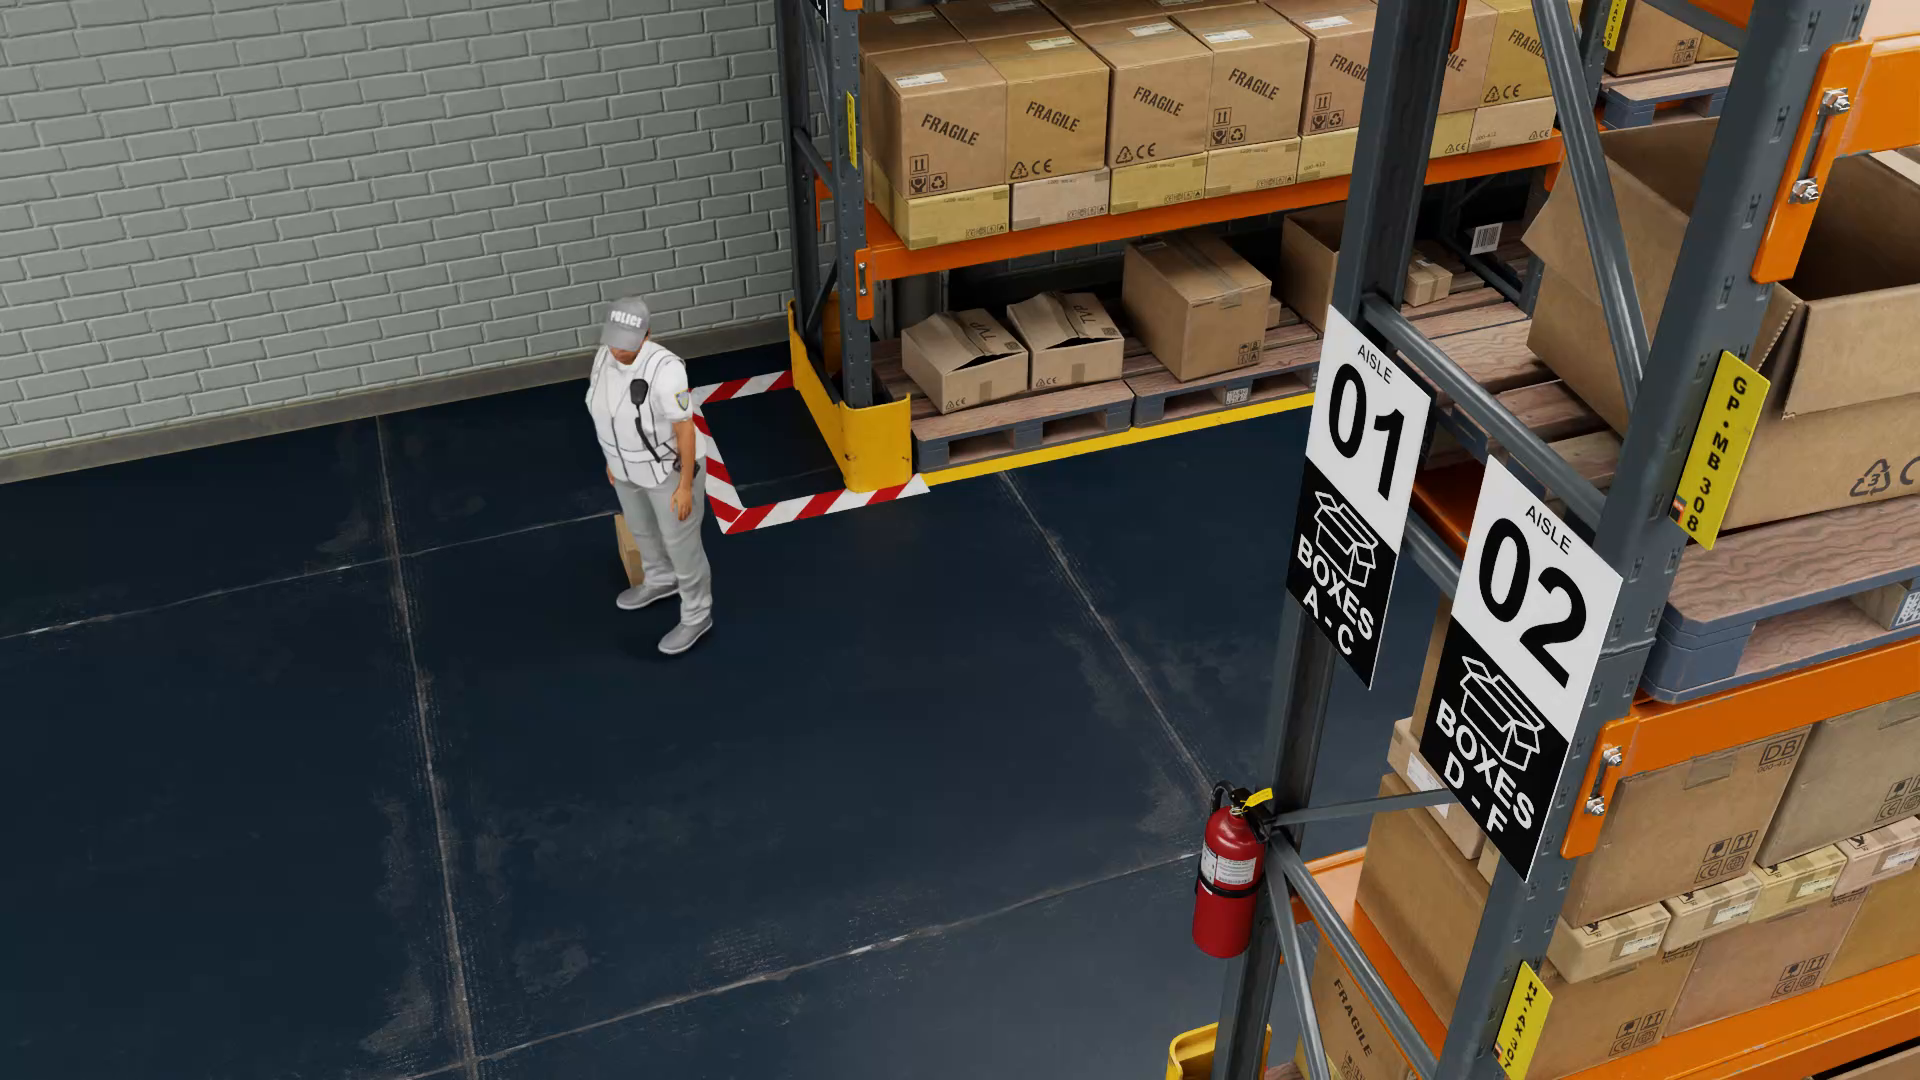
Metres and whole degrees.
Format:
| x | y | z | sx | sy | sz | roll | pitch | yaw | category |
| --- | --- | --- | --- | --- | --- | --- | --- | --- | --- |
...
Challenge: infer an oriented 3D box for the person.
| x | y | z | sx | sy | sz | roll | pitch | yaw | category |
| --- | --- | --- | --- | --- | --- | --- | --- | --- | --- |
| -1.340 | -0.296 | 7.122 | 0.561 | 1.672 | 0.444 | 22 | 43 | 26 | person |
